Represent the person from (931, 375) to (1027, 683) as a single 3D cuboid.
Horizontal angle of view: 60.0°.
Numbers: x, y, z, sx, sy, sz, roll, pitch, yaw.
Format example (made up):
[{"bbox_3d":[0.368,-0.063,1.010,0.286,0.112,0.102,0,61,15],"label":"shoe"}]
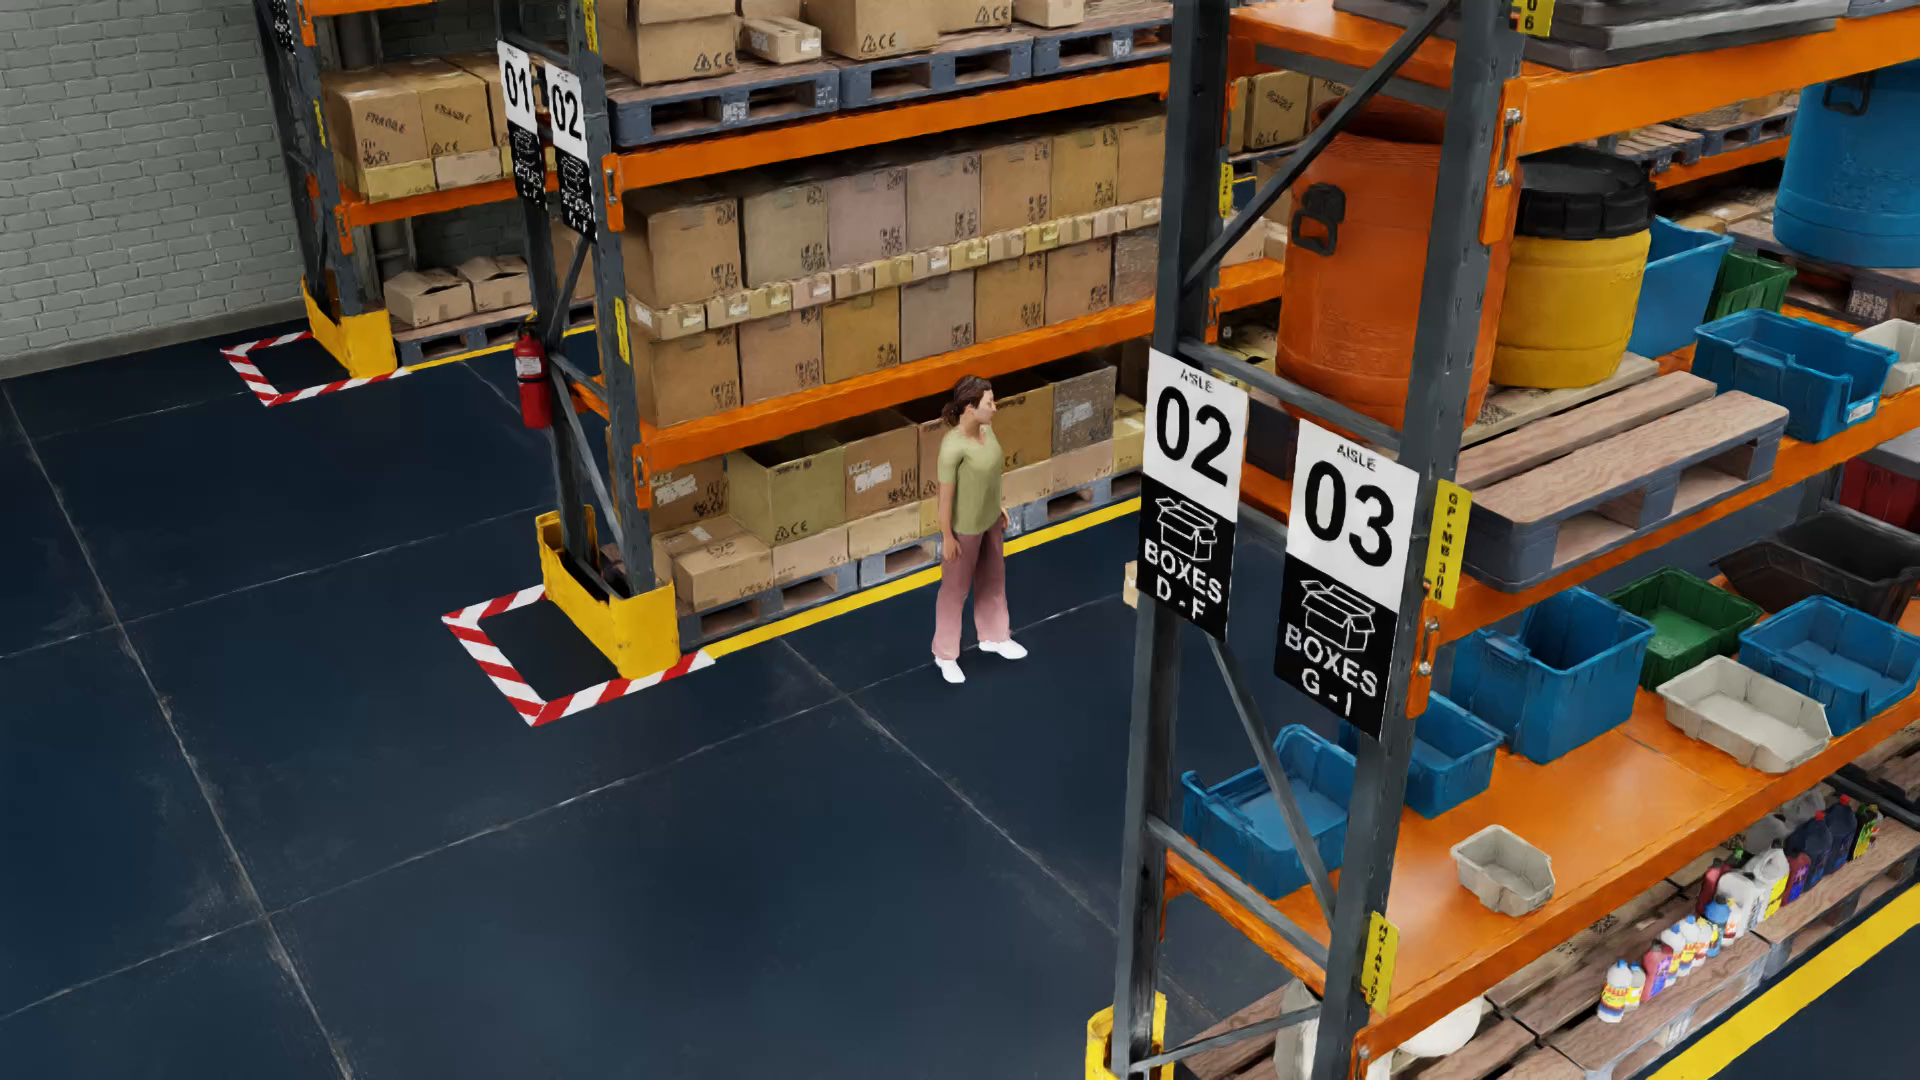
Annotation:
[{"bbox_3d":[0.103,-0.049,8.699,0.451,1.642,0.524,17,33,28],"label":"person"}]
